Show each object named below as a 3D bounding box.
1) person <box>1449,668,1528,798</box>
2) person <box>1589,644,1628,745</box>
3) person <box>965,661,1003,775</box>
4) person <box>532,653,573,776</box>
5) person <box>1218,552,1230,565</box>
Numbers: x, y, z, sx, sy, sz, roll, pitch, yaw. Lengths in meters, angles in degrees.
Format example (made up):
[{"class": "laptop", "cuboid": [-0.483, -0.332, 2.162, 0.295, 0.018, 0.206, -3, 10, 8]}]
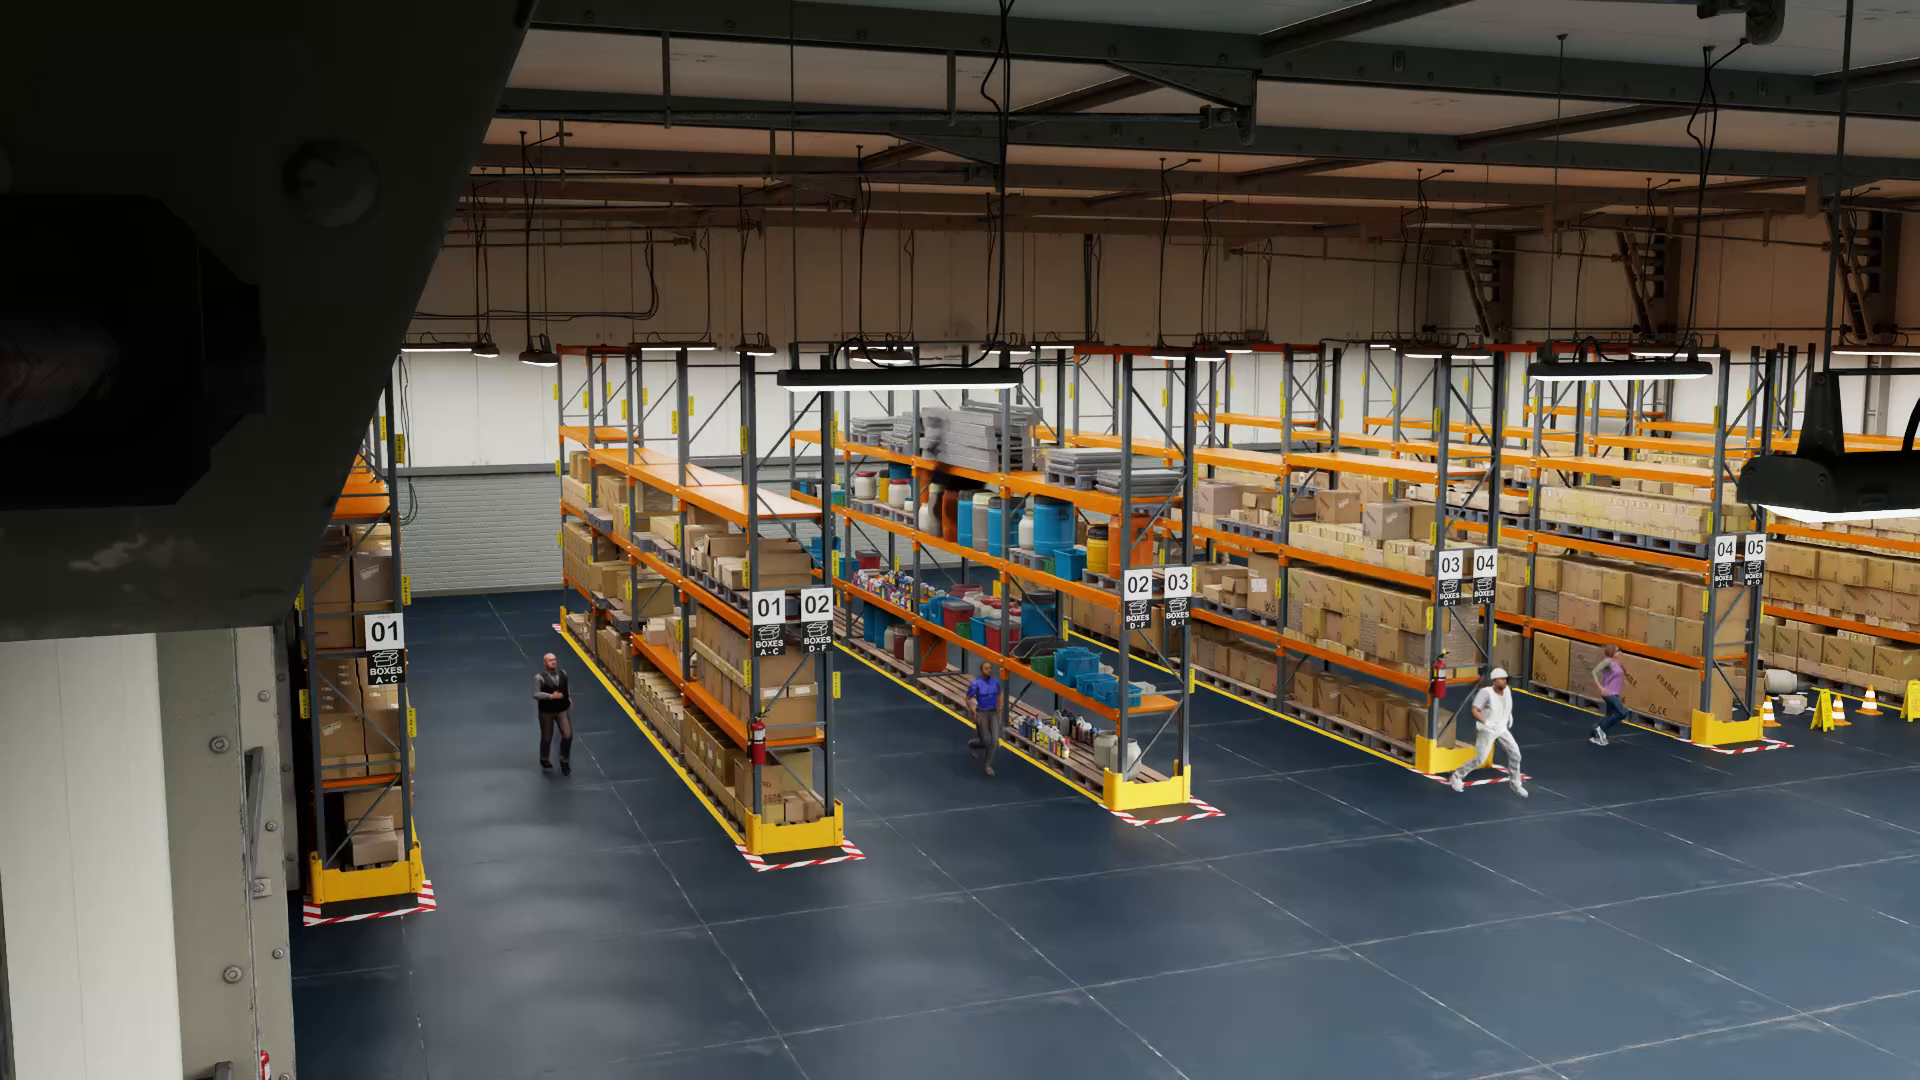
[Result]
[{"class": "person", "cuboid": [7.223, 2.598, 22.565, 0.918, 1.744, 0.800, -4, 9, -32]}, {"class": "person", "cuboid": [9.895, 2.352, 25.268, 0.554, 1.550, 0.529, 6, 9, 37]}, {"class": "person", "cuboid": [0.359, 2.524, 23.864, 0.582, 1.618, 0.578, -3, 8, -24]}, {"class": "person", "cuboid": [-5.781, 2.480, 23.683, 0.622, 1.760, 0.732, -5, 9, -33]}, {"class": "person", "cuboid": [5.547, 1.073, 35.093, 0.594, 1.693, 1.010, -3, 8, -23]}]
